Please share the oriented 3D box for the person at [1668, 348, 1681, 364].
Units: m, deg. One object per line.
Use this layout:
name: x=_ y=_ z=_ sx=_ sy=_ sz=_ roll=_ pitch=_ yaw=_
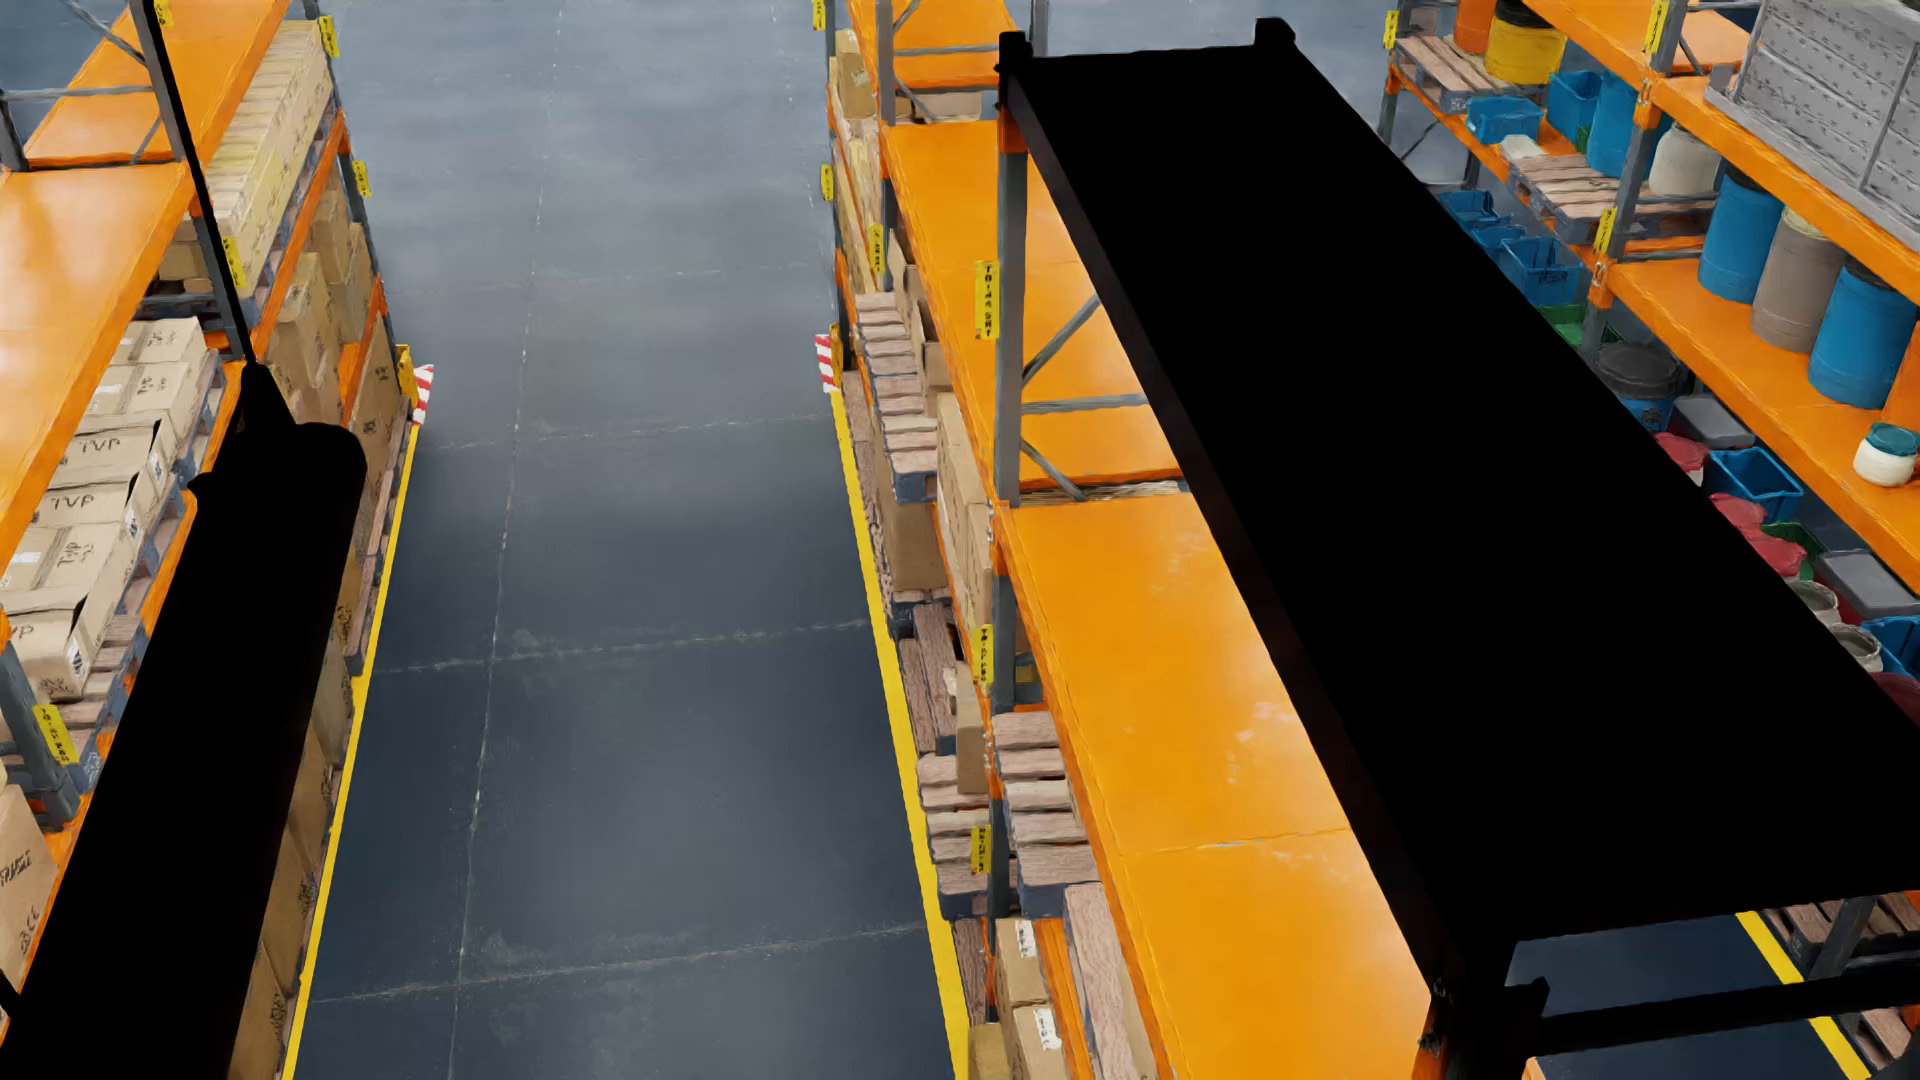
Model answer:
person: x=6.856 y=-2.124 z=14.972 sx=0.638 sy=1.607 sz=0.813 roll=-16 pitch=39 yaw=-21
